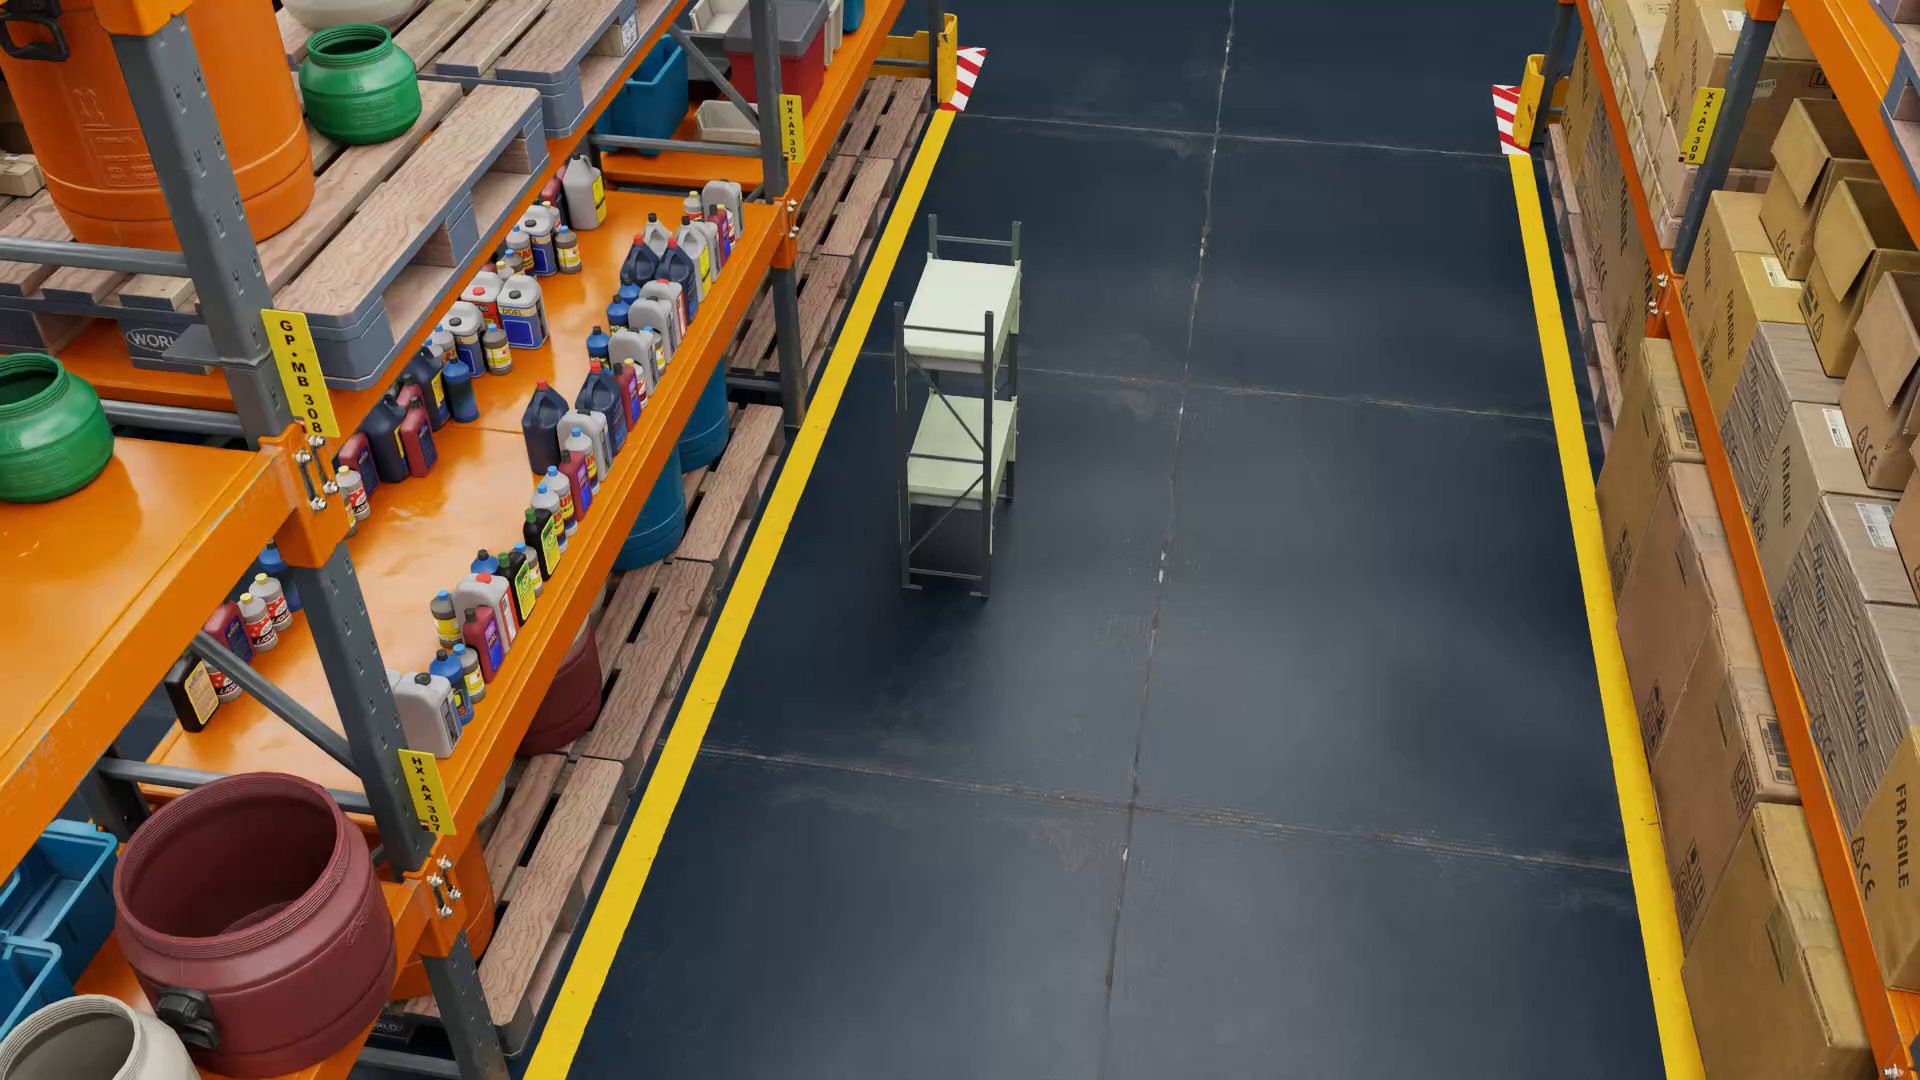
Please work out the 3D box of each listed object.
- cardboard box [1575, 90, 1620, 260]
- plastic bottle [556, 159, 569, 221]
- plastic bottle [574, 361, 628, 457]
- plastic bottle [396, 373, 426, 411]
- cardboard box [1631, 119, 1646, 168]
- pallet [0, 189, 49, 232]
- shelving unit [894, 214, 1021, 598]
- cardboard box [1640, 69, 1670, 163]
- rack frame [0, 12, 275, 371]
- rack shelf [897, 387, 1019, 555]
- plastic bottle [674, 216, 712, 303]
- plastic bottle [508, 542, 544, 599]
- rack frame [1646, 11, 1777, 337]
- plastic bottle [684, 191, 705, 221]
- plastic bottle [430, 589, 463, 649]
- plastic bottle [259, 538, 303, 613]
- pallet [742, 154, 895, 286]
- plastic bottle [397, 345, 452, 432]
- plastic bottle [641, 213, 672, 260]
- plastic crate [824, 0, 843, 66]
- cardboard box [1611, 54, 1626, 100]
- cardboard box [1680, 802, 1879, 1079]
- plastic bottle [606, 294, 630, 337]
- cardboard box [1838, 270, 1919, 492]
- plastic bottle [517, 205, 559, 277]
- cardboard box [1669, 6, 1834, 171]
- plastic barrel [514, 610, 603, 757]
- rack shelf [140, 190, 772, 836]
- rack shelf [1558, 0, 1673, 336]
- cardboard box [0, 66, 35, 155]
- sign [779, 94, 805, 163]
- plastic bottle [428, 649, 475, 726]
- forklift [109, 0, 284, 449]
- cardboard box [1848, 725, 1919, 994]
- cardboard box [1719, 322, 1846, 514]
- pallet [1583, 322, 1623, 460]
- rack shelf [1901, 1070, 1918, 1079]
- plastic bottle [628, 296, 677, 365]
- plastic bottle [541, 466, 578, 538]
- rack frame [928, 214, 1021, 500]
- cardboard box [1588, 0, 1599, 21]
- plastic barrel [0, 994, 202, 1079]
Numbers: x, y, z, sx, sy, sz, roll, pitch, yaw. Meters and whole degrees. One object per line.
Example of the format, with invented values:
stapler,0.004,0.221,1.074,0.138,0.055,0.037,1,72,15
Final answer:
cardboard box,4.080,-2.139,9.418,0.875,0.875,0.875,6,40,8
plastic bottle,-1.784,-1.586,7.502,0.061,0.283,0.133,6,40,8
plastic bottle,-1.328,-0.491,6.125,0.144,0.351,0.185,6,40,8
plastic bottle,-2.030,-0.470,6.153,0.061,0.283,0.133,6,40,8
cardboard box,3.441,-1.882,7.967,0.380,0.149,0.250,7,40,9
pallet,-6.059,-1.718,9.760,1.003,0.211,1.213,6,40,8
shelving unit,-0.001,-0.574,7.364,0.431,1.500,0.755,6,40,8
cardboard box,3.483,-1.956,7.742,0.500,0.250,0.500,8,40,9
rack frame,-1.993,-1.616,2.739,1.000,3.000,0.127,6,40,8
rack shelf,-0.001,-0.323,7.572,0.431,0.370,0.720,6,40,8
plastic bottle,-1.138,-1.182,6.961,0.144,0.351,0.185,6,40,8
plastic bottle,-1.450,0.093,5.536,0.097,0.201,0.097,0,40,0
rack frame,3.577,-1.268,7.026,1.000,3.000,0.127,6,40,8
plastic bottle,-1.177,-1.456,7.410,0.097,0.201,0.097,0,40,0
plastic bottle,-1.646,0.245,5.353,0.097,0.201,0.097,0,40,0
plastic bottle,-2.232,0.108,5.463,0.097,0.271,0.097,0,40,0
pallet,-1.003,-1.973,10.067,1.003,0.211,1.213,6,40,8
plastic bottle,-2.022,-0.598,6.254,0.144,0.351,0.185,6,40,8
plastic bottle,-1.280,-1.198,6.980,0.144,0.351,0.185,6,40,8
plastic crate,-0.855,-2.729,8.840,0.437,0.282,0.530,6,40,8
cardboard box,3.575,-2.365,8.550,0.380,0.149,0.250,7,40,8
cardboard box,3.025,1.469,5.054,1.225,0.875,0.875,5,40,6
plastic bottle,-1.350,-0.853,6.626,0.097,0.271,0.097,0,40,0
cardboard box,3.253,-0.470,5.195,0.797,0.503,0.637,8,40,9
plastic bottle,-1.819,-1.288,7.148,0.152,0.276,0.135,6,40,8
cardboard box,3.394,-1.932,7.125,0.500,0.500,0.500,7,40,9
plastic barrel,-1.730,0.446,6.516,0.600,0.588,0.708,6,40,8
rack shelf,-1.647,-0.357,6.335,0.919,0.124,3.809,6,40,8
rack shelf,3.924,-2.246,8.773,1.077,0.370,4.000,6,40,8
cardboard box,-5.859,-2.749,10.432,0.797,0.503,0.637,6,40,8
sign,-0.759,-1.859,7.524,0.100,0.325,0.005,6,40,8
plastic bottle,-1.553,0.440,5.061,0.097,0.271,0.097,0,40,0
forklift,-3.659,-1.896,7.840,1.121,2.935,3.031,13,41,16
cardboard box,2.727,0.867,4.366,0.500,0.500,0.500,8,40,9
cardboard box,3.079,-0.415,5.917,0.500,0.500,0.500,6,40,7
pallet,3.786,-0.662,8.481,1.003,0.211,1.213,6,40,8
rack shelf,2.539,2.775,2.701,1.077,0.370,4.000,6,40,8
plastic bottle,-1.224,-0.853,6.622,0.152,0.276,0.135,6,40,8
plastic bottle,-1.393,-0.140,5.763,0.097,0.271,0.097,0,40,0
rack frame,0.062,-0.804,7.642,0.400,1.500,0.023,6,40,8
cardboard box,3.752,-3.009,9.329,0.380,0.149,0.250,6,40,7
plastic barrel,-1.961,1.323,3.805,0.421,0.512,0.421,0,40,0
